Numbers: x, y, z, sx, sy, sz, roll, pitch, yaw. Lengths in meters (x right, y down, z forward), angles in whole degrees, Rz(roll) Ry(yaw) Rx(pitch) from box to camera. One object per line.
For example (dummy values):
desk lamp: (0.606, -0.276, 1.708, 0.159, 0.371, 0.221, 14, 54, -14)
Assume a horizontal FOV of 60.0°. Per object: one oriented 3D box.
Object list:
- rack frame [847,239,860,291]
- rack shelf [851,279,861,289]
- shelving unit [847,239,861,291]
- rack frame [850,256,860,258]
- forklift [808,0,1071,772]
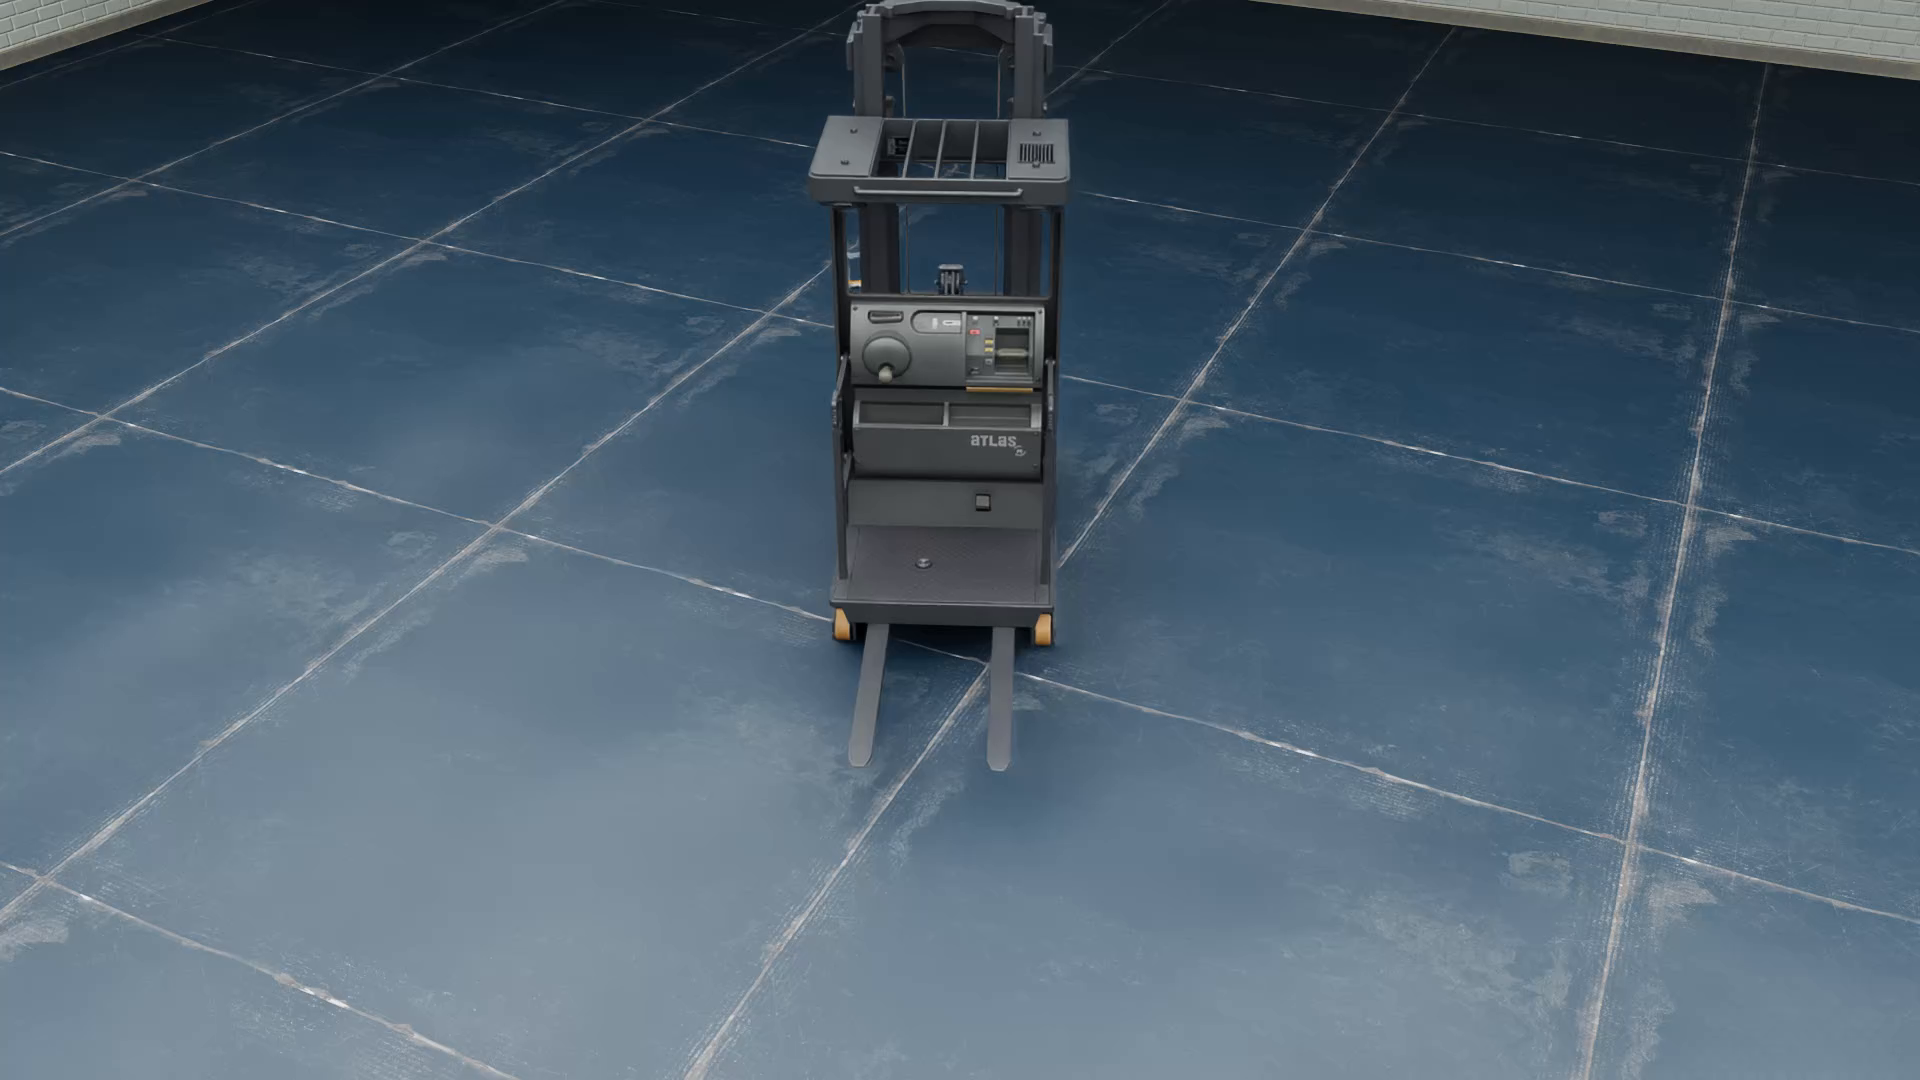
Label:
rack frame: (-0.519, -1.176, 9.798, 0.240, 1.200, 0.006, -3, 2, -5)
rack shelf: (-0.546, -1.494, 9.876, 0.258, 0.103, 0.180, -3, 2, -5)
shelving unit: (-0.528, -1.180, 9.889, 0.258, 1.200, 0.189, -3, 2, -5)
rack frame: (-0.536, -1.183, 9.980, 0.240, 1.200, 0.006, -3, 2, -5)
forklift: (-0.068, -0.878, 7.785, 1.130, 2.935, 3.031, 1, 33, 2)
